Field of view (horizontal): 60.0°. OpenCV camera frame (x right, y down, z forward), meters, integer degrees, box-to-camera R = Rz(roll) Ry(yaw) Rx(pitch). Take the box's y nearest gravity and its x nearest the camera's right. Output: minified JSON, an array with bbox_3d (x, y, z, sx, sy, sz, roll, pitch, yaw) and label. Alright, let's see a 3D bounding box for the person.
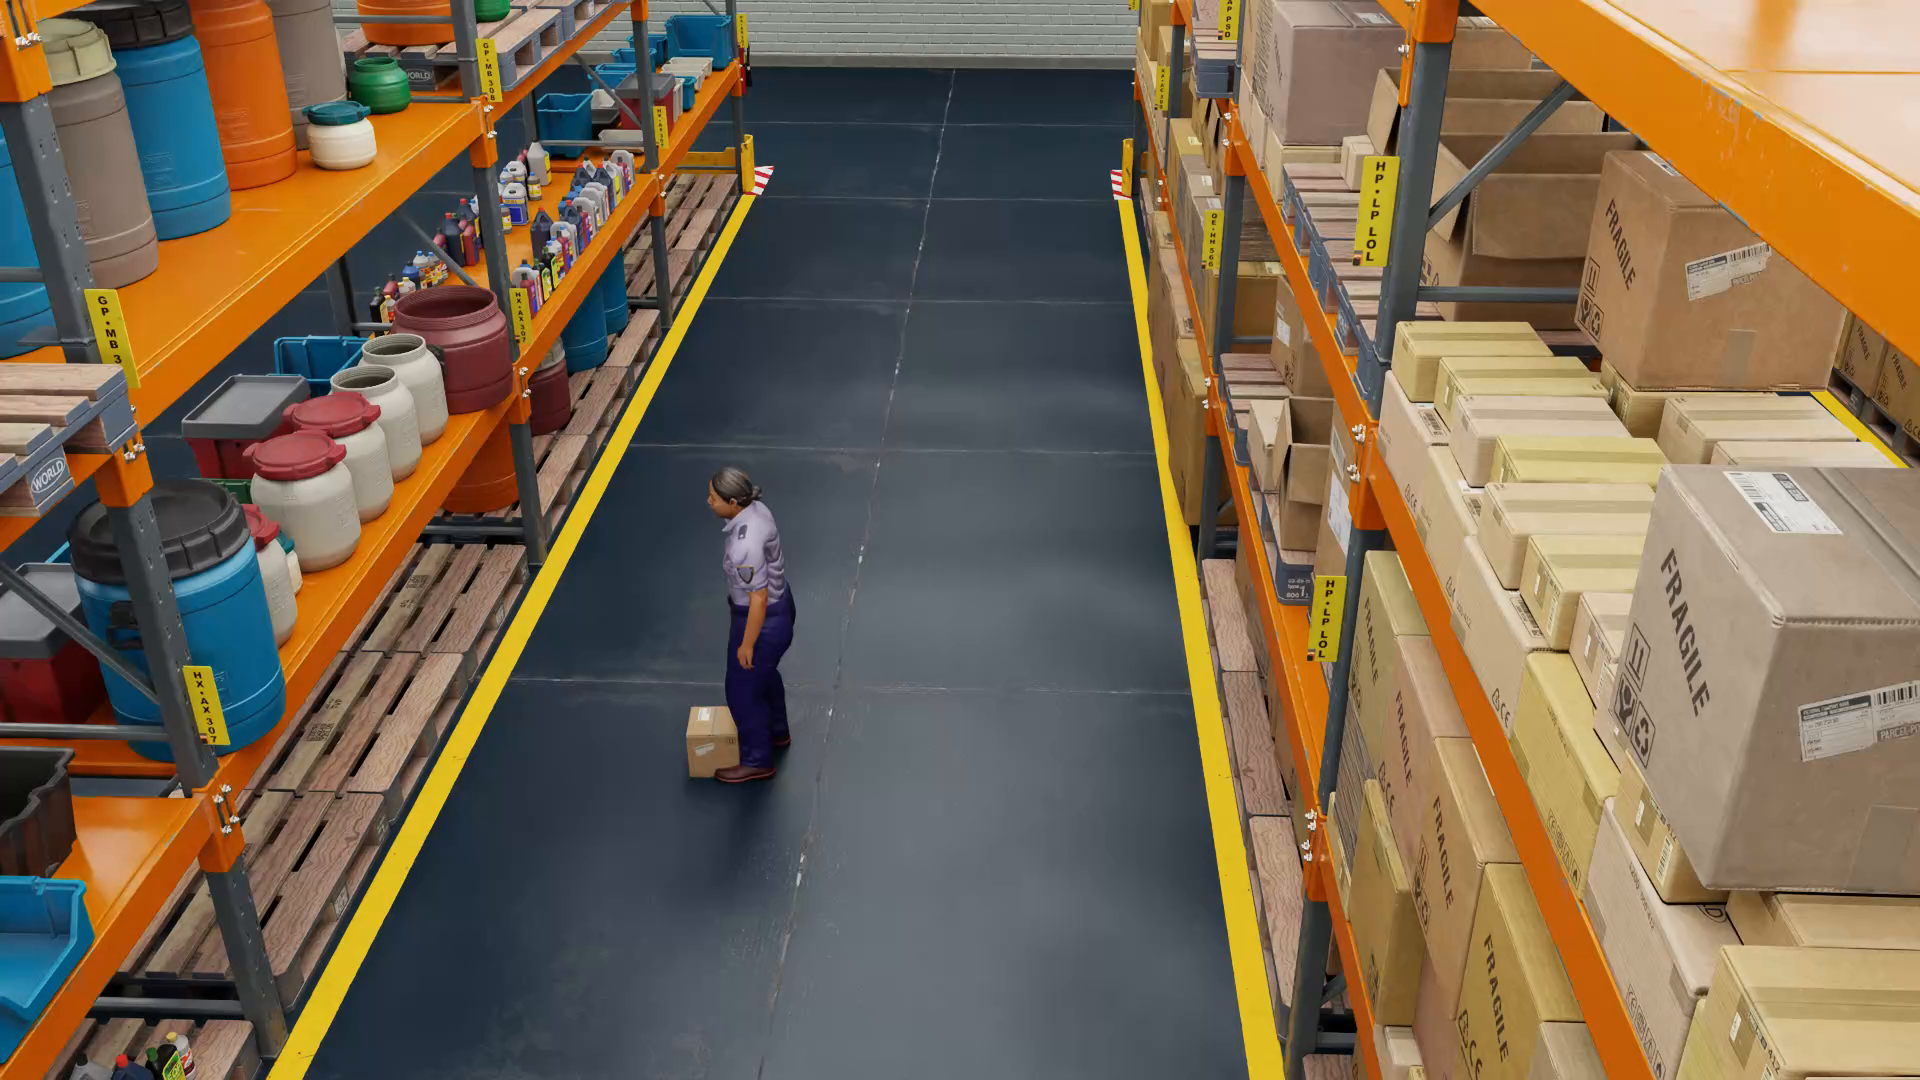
[{"bbox_3d":[-1.000,0.385,7.912,0.427,1.651,0.561,-1,28,-1],"label":"person"}]
